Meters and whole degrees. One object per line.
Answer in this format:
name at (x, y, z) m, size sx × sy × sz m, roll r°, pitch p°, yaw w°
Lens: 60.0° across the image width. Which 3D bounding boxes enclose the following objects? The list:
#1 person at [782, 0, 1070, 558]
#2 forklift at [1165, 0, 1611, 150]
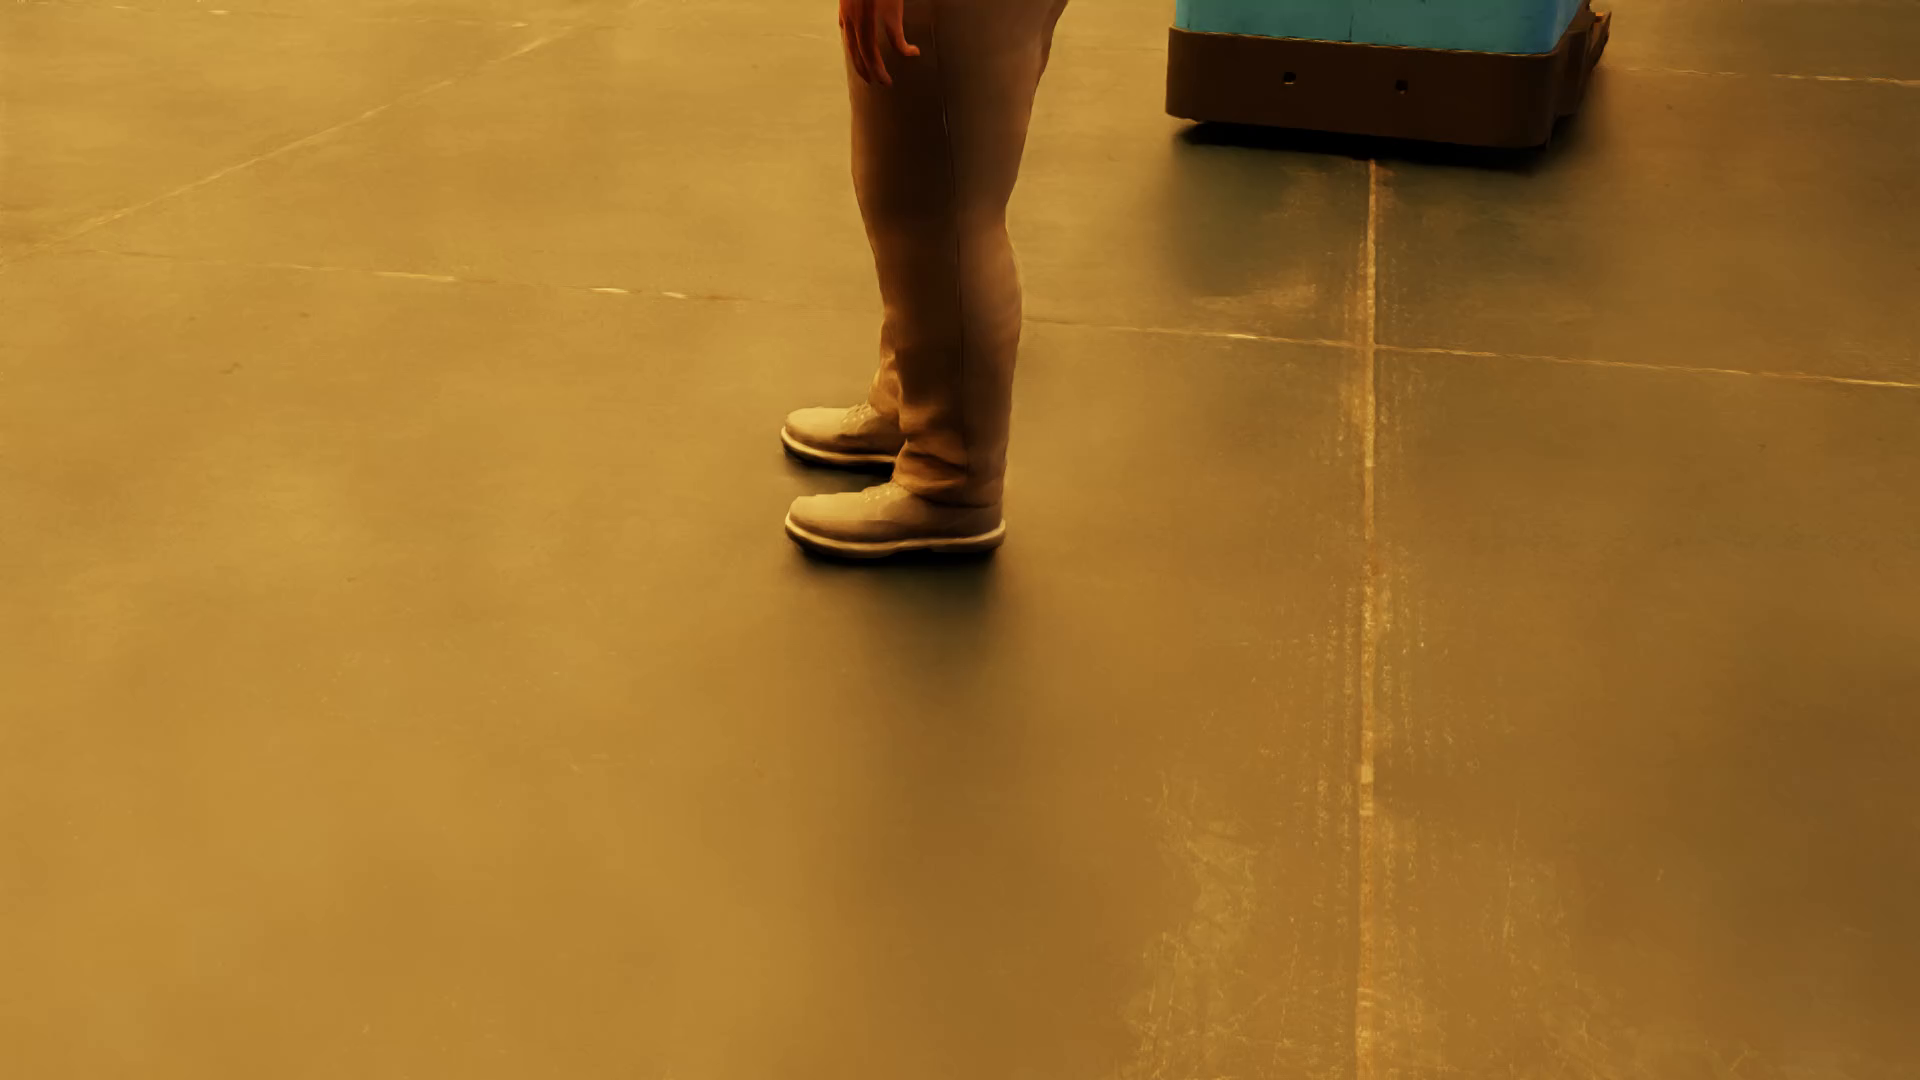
person at (-0.085, -0.793, 2.135) m, size 0.550 × 1.727 × 0.640 m, roll 6°, pitch 27°, yaw 11°
forklift at (1.641, -2.982, 5.158) m, size 1.130 × 2.935 × 3.031 m, roll 11°, pitch 29°, yaw 21°
